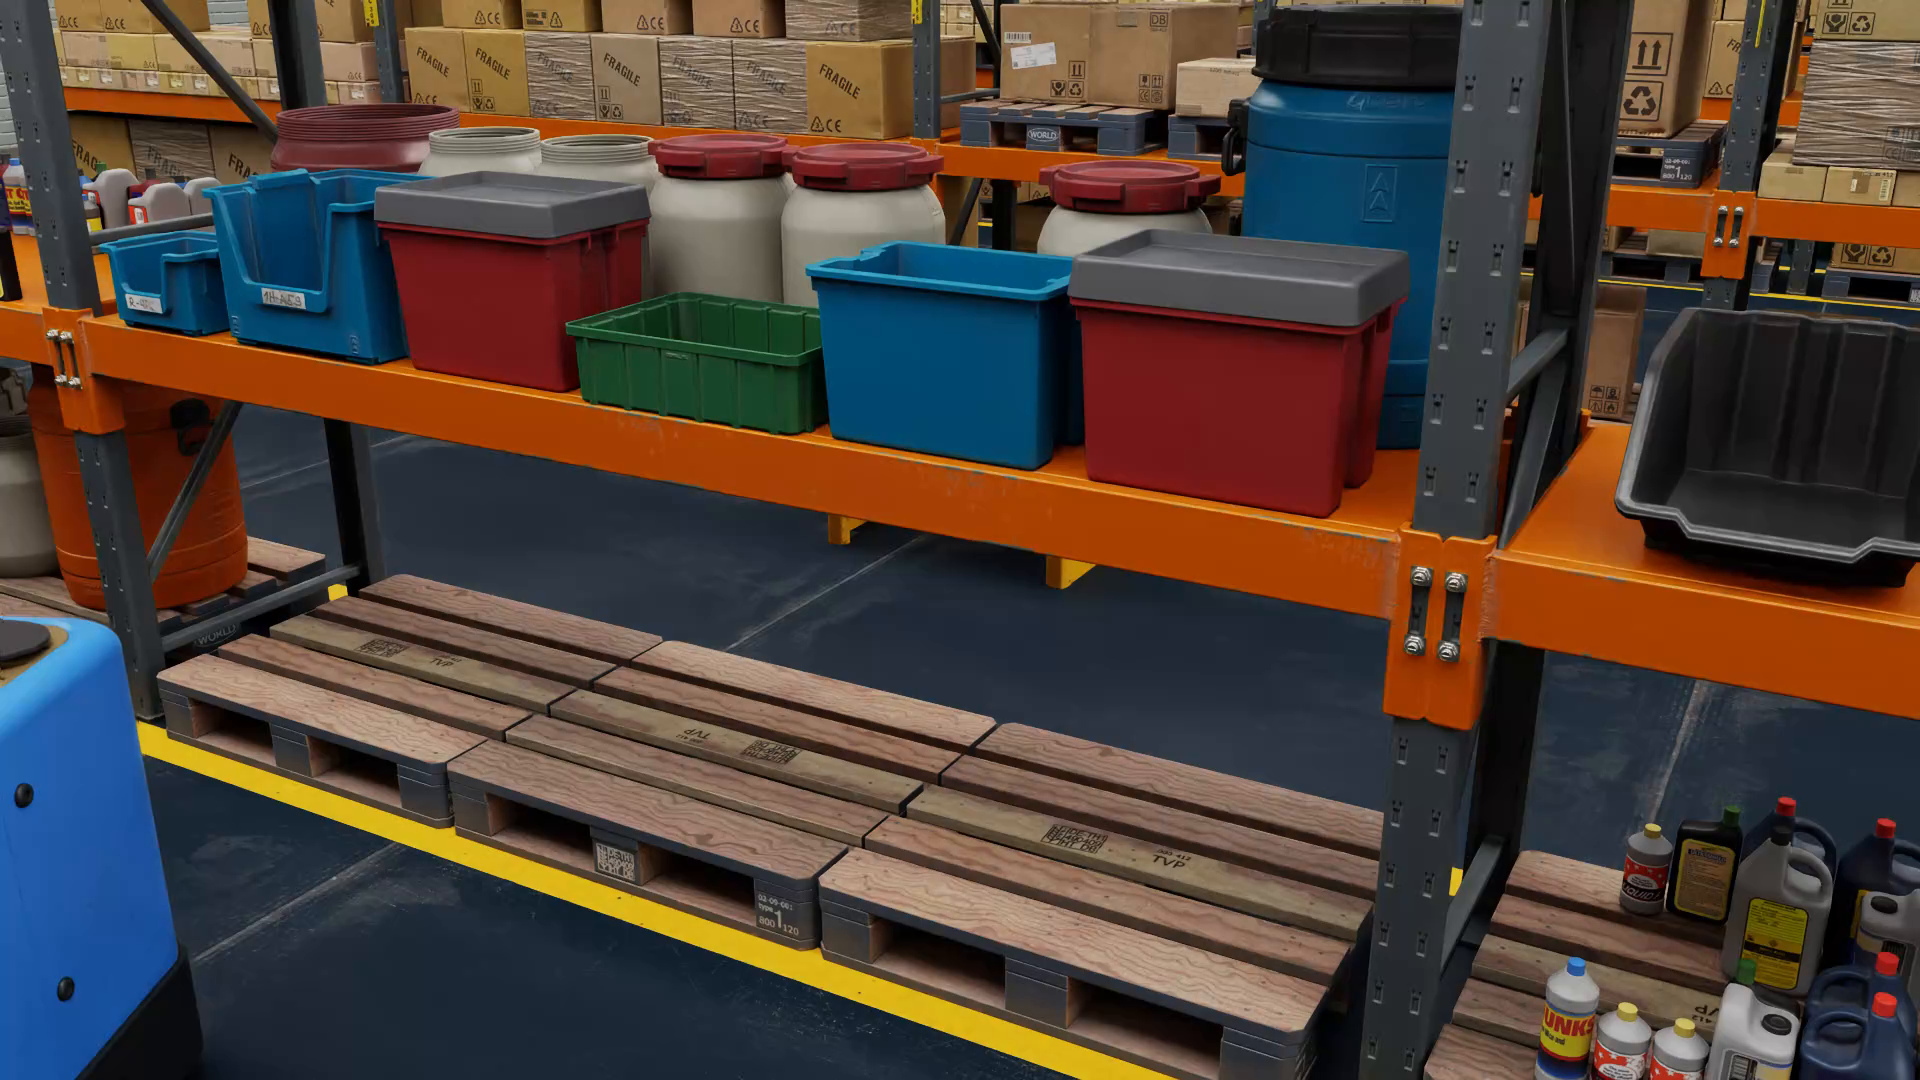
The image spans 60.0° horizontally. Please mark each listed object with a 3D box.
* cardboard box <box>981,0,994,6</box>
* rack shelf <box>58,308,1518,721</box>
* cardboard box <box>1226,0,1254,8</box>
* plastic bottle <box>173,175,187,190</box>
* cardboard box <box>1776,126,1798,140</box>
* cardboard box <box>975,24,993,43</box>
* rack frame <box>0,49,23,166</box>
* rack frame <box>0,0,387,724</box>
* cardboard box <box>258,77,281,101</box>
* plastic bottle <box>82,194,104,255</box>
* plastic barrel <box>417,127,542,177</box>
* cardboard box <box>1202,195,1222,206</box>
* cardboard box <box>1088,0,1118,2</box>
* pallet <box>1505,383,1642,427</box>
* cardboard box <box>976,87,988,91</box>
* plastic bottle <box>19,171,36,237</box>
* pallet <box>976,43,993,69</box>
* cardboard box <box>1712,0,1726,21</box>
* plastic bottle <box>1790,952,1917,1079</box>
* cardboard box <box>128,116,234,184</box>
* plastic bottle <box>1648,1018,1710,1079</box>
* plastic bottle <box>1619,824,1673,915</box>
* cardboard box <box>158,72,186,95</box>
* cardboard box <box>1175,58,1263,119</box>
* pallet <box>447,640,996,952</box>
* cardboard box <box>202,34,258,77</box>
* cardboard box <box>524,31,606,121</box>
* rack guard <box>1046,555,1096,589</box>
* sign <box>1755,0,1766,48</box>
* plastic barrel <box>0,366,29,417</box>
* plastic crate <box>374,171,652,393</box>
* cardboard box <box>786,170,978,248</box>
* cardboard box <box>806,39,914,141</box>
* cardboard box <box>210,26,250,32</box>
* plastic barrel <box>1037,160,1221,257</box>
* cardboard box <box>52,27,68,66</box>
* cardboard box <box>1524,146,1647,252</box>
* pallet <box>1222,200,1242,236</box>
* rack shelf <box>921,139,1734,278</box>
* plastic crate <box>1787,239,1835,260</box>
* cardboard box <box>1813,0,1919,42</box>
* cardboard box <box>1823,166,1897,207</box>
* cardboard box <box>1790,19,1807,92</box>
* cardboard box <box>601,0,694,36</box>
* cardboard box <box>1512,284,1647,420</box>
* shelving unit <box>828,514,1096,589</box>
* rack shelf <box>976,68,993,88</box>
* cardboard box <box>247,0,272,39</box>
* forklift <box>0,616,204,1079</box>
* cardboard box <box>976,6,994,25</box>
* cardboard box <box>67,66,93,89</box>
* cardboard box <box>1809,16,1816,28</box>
[{"bbox_3d":[0.308,-4.529,13.832,0.250,0.149,0.380,12,23,29],"label":"cardboard box"},{"bbox_3d":[-0.625,-0.317,4.395,4.000,0.370,1.077,11,23,27],"label":"rack shelf"},{"bbox_3d":[2.239,-4.416,13.521,0.250,0.149,0.380,11,23,27],"label":"cardboard box"},{"bbox_3d":[-2.679,-1.123,5.750,0.097,0.271,0.097,0,20,0],"label":"plastic bottle"},{"bbox_3d":[7.910,-3.796,16.168,0.625,0.372,0.950,11,23,28],"label":"cardboard box"},{"bbox_3d":[0.321,-4.248,13.931,0.250,0.149,0.380,10,22,26],"label":"cardboard box"},{"bbox_3d":[-6.940,-3.793,12.922,0.127,3.000,1.000,11,23,27],"label":"rack frame"},{"bbox_3d":[-2.371,-0.988,5.189,0.127,3.000,1.000,11,23,27],"label":"rack frame"},{"bbox_3d":[-4.547,-3.091,11.355,0.250,0.149,0.380,11,23,28],"label":"cardboard box"},{"bbox_3d":[-3.040,-1.099,5.788,0.097,0.201,0.097,0,20,0],"label":"plastic bottle"},{"bbox_3d":[-1.369,-0.933,4.874,0.421,0.512,0.421,0,20,0],"label":"plastic barrel"},{"bbox_3d":[1.849,-2.976,13.720,0.500,0.500,0.500,11,23,27],"label":"cardboard box"},{"bbox_3d":[1.218,-4.355,13.353,0.250,0.149,0.380,12,23,29],"label":"cardboard box"},{"bbox_3d":[2.856,-0.615,8.251,1.213,0.211,1.003,11,23,27],"label":"pallet"},{"bbox_3d":[0.107,-5.356,20.372,0.875,0.438,0.875,10,22,26],"label":"cardboard box"},{"bbox_3d":[-3.401,-1.260,6.129,0.097,0.271,0.097,0,20,0],"label":"plastic bottle"},{"bbox_3d":[0.803,-4.149,14.185,1.213,0.211,1.003,11,23,27],"label":"pallet"},{"bbox_3d":[5.157,-3.940,11.714,0.500,0.500,0.700,10,22,26],"label":"cardboard box"},{"bbox_3d":[1.693,0.931,3.140,0.185,0.351,0.144,11,23,27],"label":"plastic bottle"},{"bbox_3d":[-5.548,-2.757,12.567,0.875,0.875,0.875,11,23,27],"label":"cardboard box"},{"bbox_3d":[1.363,1.003,3.158,0.097,0.201,0.097,0,20,0],"label":"plastic bottle"},{"bbox_3d":[1.589,0.754,3.847,0.097,0.201,0.097,0,20,0],"label":"plastic bottle"},{"bbox_3d":[-5.447,-3.262,11.827,0.250,0.149,0.380,10,22,26],"label":"cardboard box"},{"bbox_3d":[1.395,-2.242,8.251,0.500,0.250,0.500,10,22,26],"label":"cardboard box"},{"bbox_3d":[-0.653,0.667,4.717,1.213,0.211,1.003,11,23,27],"label":"pallet"},{"bbox_3d":[-4.860,-3.362,11.519,0.500,0.250,0.500,11,23,28],"label":"cardboard box"},{"bbox_3d":[-2.292,-2.857,10.195,0.500,0.500,0.500,10,22,26],"label":"cardboard box"},{"bbox_3d":[0.501,-0.022,6.559,0.087,0.250,0.587,11,23,27],"label":"rack guard"},{"bbox_3d":[3.269,-2.175,6.766,0.005,0.325,0.100,11,23,27],"label":"sign"},{"bbox_3d":[-3.793,-0.316,6.257,0.708,0.588,0.600,11,23,27],"label":"plastic barrel"},{"bbox_3d":[-1.110,-0.658,4.186,0.583,0.464,0.402,11,23,27],"label":"plastic crate"},{"bbox_3d":[-0.548,-1.782,9.878,0.875,0.875,1.225,10,22,25],"label":"cardboard box"},{"bbox_3d":[-0.507,-2.517,9.260,0.500,0.500,0.500,12,23,29],"label":"cardboard box"},{"bbox_3d":[-5.500,-3.691,12.426,0.500,0.250,0.500,10,22,25],"label":"cardboard box"},{"bbox_3d":[0.393,-0.611,3.951,0.433,0.535,0.433,0,20,0],"label":"plastic barrel"},{"bbox_3d":[-6.653,-3.702,12.455,0.500,0.250,0.500,10,22,26],"label":"cardboard box"},{"bbox_3d":[4.617,-2.635,12.413,0.750,0.750,1.050,11,23,27],"label":"cardboard box"},{"bbox_3d":[1.870,-2.741,14.113,1.213,0.211,1.003,11,23,27],"label":"pallet"},{"bbox_3d":[1.790,-1.791,8.460,4.000,0.370,1.077,11,23,27],"label":"rack shelf"},{"bbox_3d":[6.834,-2.323,12.910,0.450,0.188,0.662,-22,27,-25],"label":"plastic crate"},{"bbox_3d":[3.805,-2.303,6.767,0.500,0.500,0.500,11,23,27],"label":"cardboard box"},{"bbox_3d":[3.789,-1.508,6.992,0.250,0.149,0.380,11,23,27],"label":"cardboard box"},{"bbox_3d":[5.716,-3.471,11.889,0.500,0.500,0.500,11,23,28],"label":"cardboard box"},{"bbox_3d":[-1.742,-3.326,10.017,0.637,0.503,0.797,12,23,29],"label":"cardboard box"},{"bbox_3d":[3.011,-0.937,8.071,0.500,0.500,0.700,9,22,23],"label":"cardboard box"},{"bbox_3d":[0.067,-0.692,6.574,1.083,1.500,0.587,11,23,27],"label":"shelving unit"},{"bbox_3d":[0.805,-3.916,14.318,4.000,0.370,1.077,11,23,27],"label":"rack shelf"},{"bbox_3d":[-4.415,-3.631,11.159,0.500,0.500,0.500,11,23,28],"label":"cardboard box"},{"bbox_3d":[-3.172,-0.079,2.785,3.031,2.935,1.130,1,20,3],"label":"forklift"},{"bbox_3d":[0.327,-4.387,13.877,0.250,0.149,0.380,10,22,26],"label":"cardboard box"},{"bbox_3d":[-6.343,-3.433,12.297,0.250,0.149,0.380,10,22,26],"label":"cardboard box"},{"bbox_3d":[10.219,-6.161,19.671,0.500,0.250,0.500,11,23,29],"label":"cardboard box"}]
